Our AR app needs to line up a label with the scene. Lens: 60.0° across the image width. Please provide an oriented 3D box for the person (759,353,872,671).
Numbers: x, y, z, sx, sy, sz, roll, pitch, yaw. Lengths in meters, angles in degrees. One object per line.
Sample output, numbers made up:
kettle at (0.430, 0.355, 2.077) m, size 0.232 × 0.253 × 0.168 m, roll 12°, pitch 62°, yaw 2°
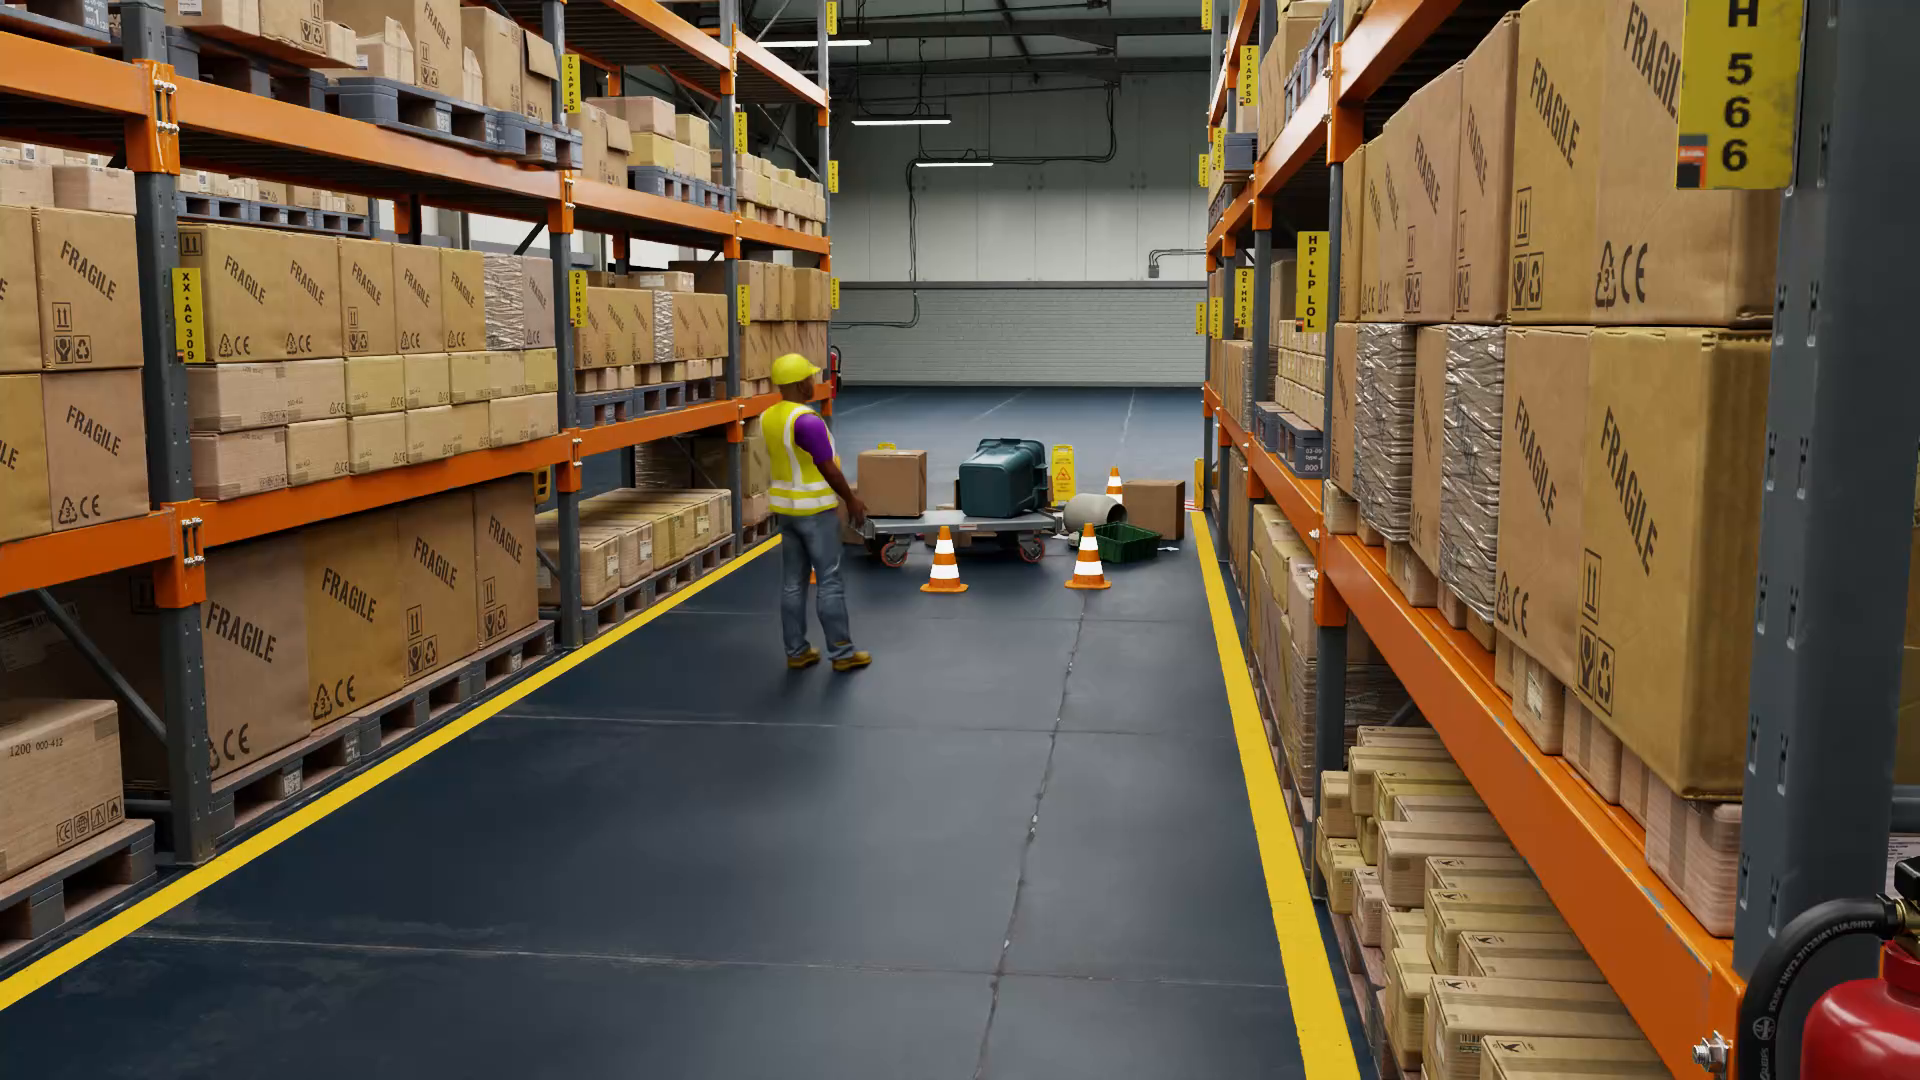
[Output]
person at (-0.823, -0.163, 9.379) m, size 0.550 × 1.771 × 0.553 m, roll -6°, pitch 10°, yaw -40°
